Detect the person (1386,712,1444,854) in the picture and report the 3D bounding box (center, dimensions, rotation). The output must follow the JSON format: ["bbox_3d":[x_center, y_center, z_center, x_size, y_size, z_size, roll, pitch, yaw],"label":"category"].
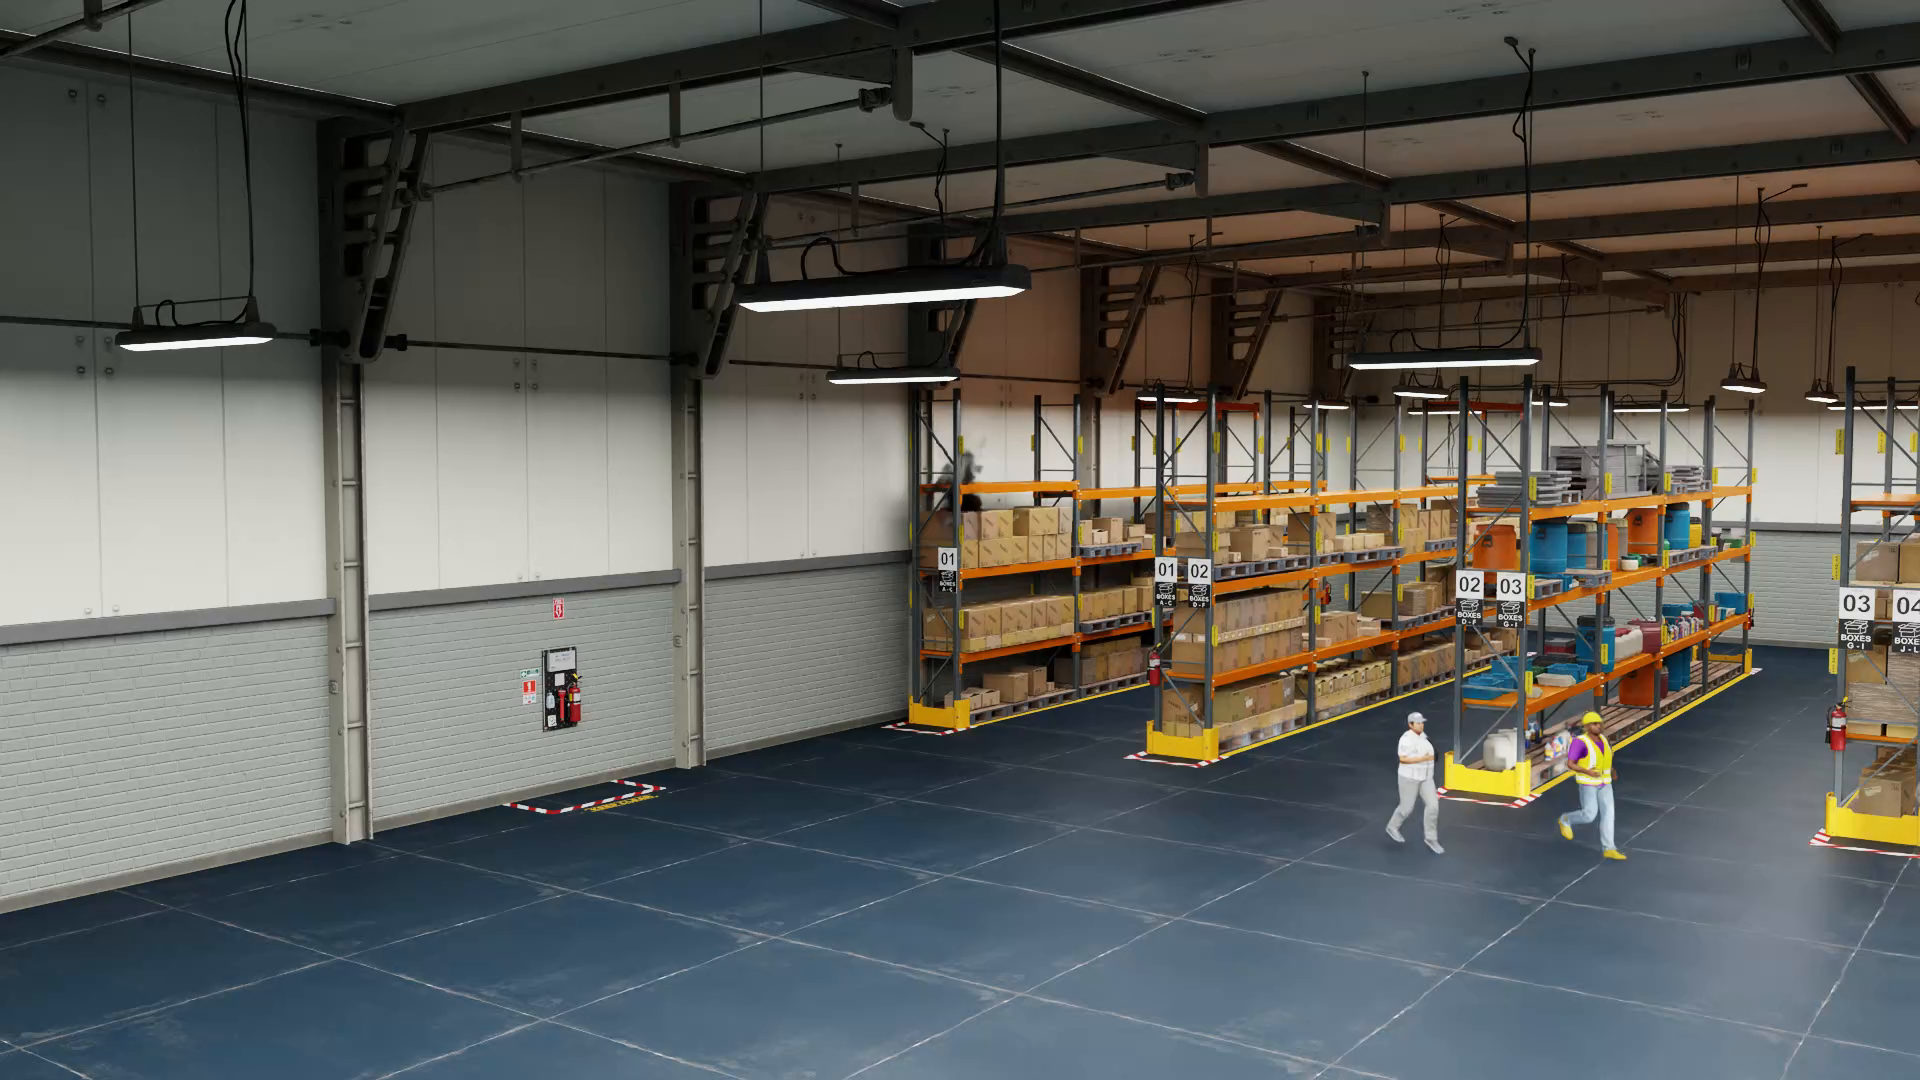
[{"bbox_3d":[5.643,2.984,20.614,0.596,1.706,0.793,-2,4,-31],"label":"person"}]

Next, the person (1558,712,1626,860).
[{"bbox_3d":[7.742,2.970,20.295,0.679,1.735,0.993,-1,4,-22],"label":"person"}]
